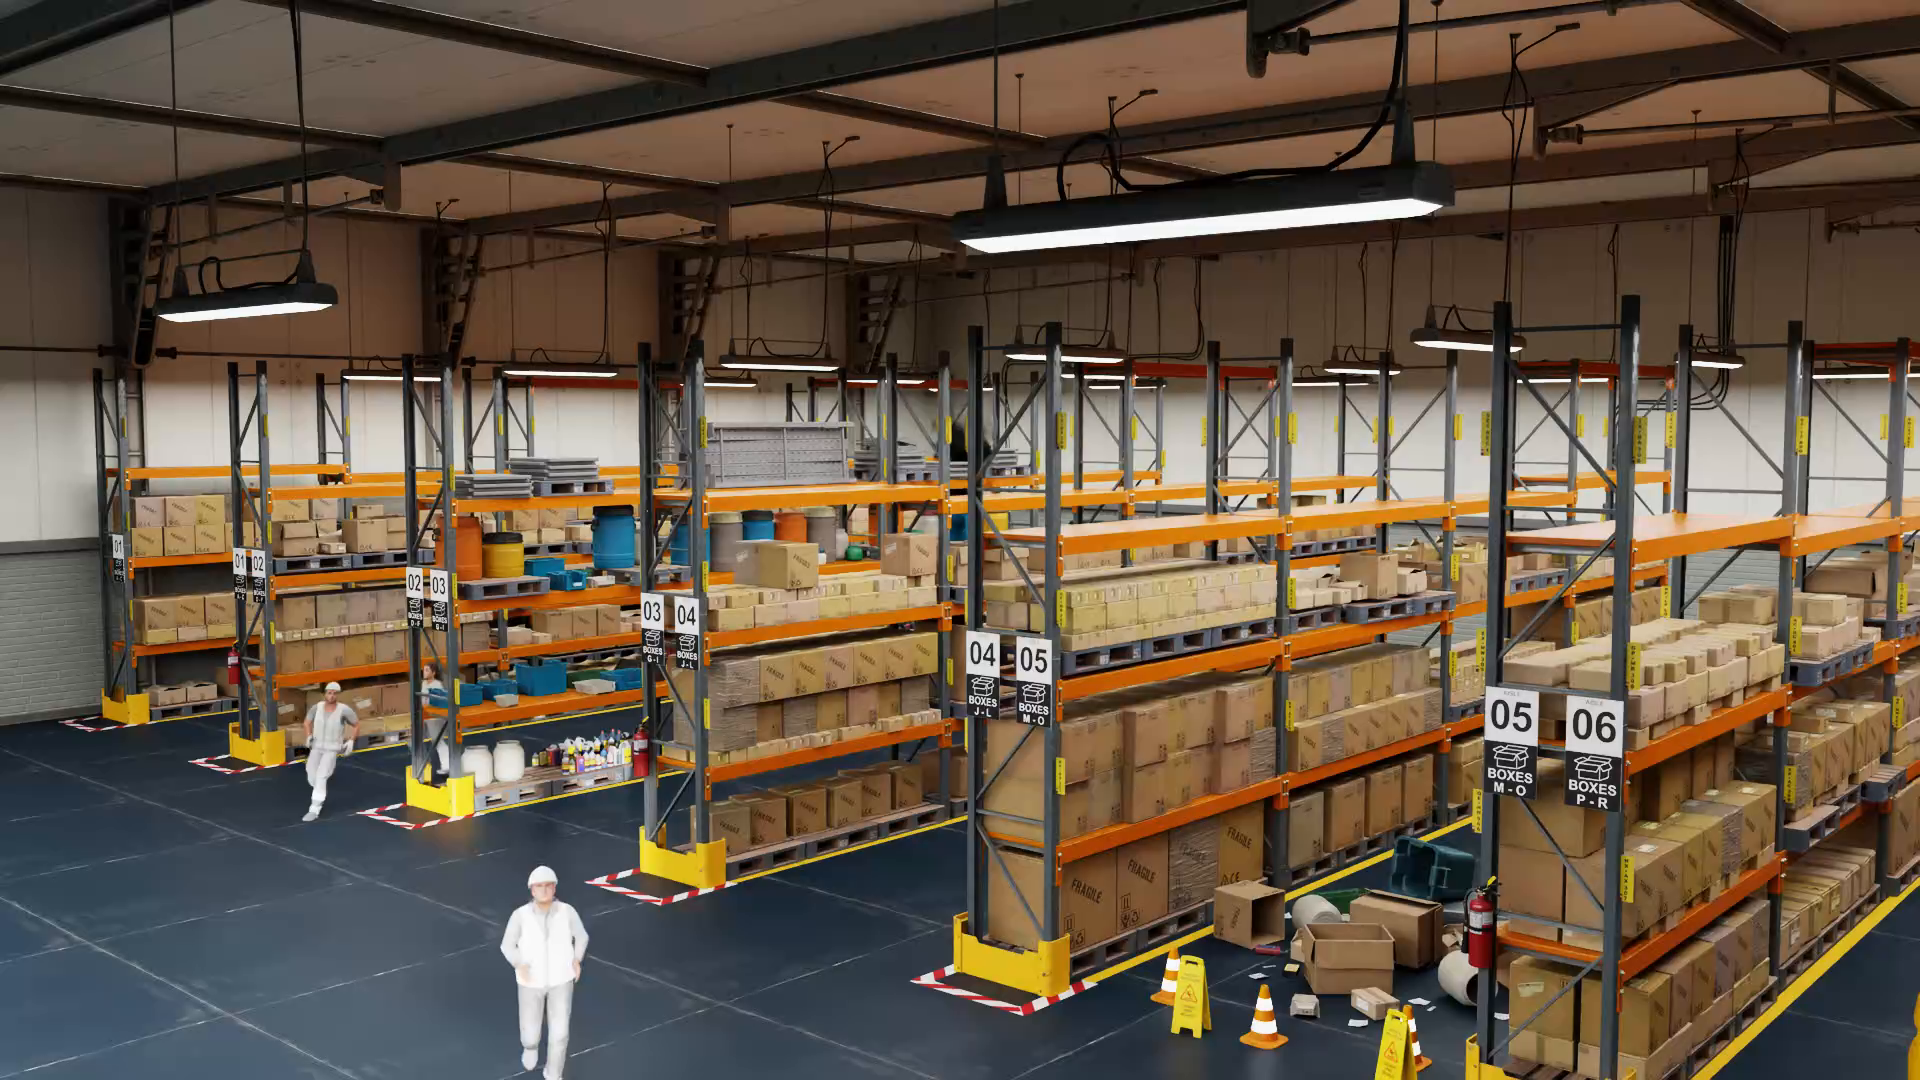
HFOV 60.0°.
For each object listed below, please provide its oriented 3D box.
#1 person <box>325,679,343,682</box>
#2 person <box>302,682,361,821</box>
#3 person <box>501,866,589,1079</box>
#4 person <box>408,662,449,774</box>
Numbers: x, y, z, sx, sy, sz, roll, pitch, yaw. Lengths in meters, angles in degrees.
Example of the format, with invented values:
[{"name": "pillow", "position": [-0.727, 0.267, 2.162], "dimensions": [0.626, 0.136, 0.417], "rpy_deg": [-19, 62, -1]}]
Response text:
[{"name": "person", "position": [-10.391, 2.257, 27.754], "dimensions": [0.613, 1.678, 0.941], "rpy_deg": [4, 5, 40]}, {"name": "person", "position": [-8.151, 2.703, 21.544], "dimensions": [0.722, 1.751, 0.806], "rpy_deg": [0, 4, -2]}, {"name": "person", "position": [-3.179, 3.361, 12.785], "dimensions": [0.664, 1.723, 0.670], "rpy_deg": [-1, 4, -18]}, {"name": "person", "position": [-7.548, 2.589, 23.683], "dimensions": [0.531, 1.720, 0.738], "rpy_deg": [2, 5, 27]}]
